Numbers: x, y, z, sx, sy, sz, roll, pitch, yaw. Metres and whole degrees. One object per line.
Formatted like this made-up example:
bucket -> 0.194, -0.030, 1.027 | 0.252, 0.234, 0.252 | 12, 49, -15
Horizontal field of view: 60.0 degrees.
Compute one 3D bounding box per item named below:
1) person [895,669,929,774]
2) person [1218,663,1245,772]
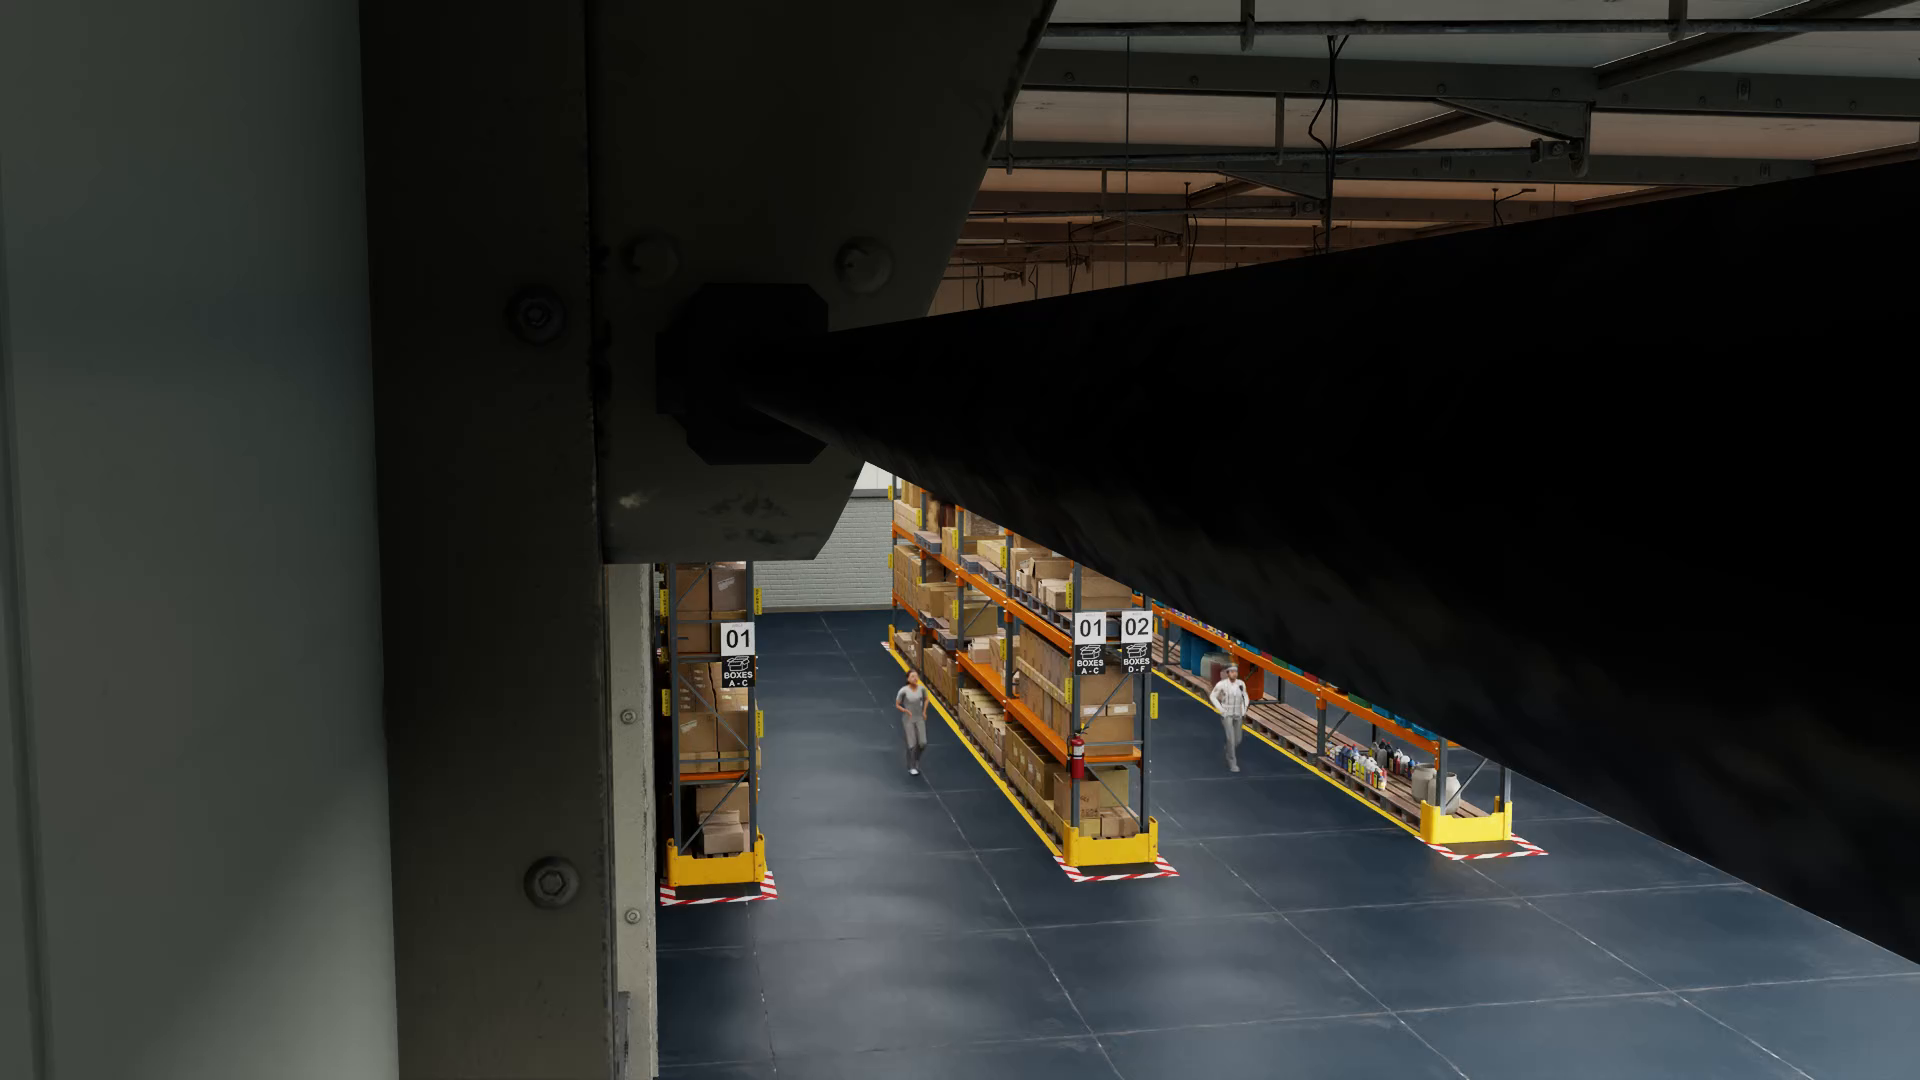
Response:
person -> -0.690, 2.783, 25.372 | 0.575, 1.621, 0.540 | -2, 7, -19
person -> 4.181, 2.720, 25.815 | 0.449, 1.681, 0.610 | -1, 6, -11
